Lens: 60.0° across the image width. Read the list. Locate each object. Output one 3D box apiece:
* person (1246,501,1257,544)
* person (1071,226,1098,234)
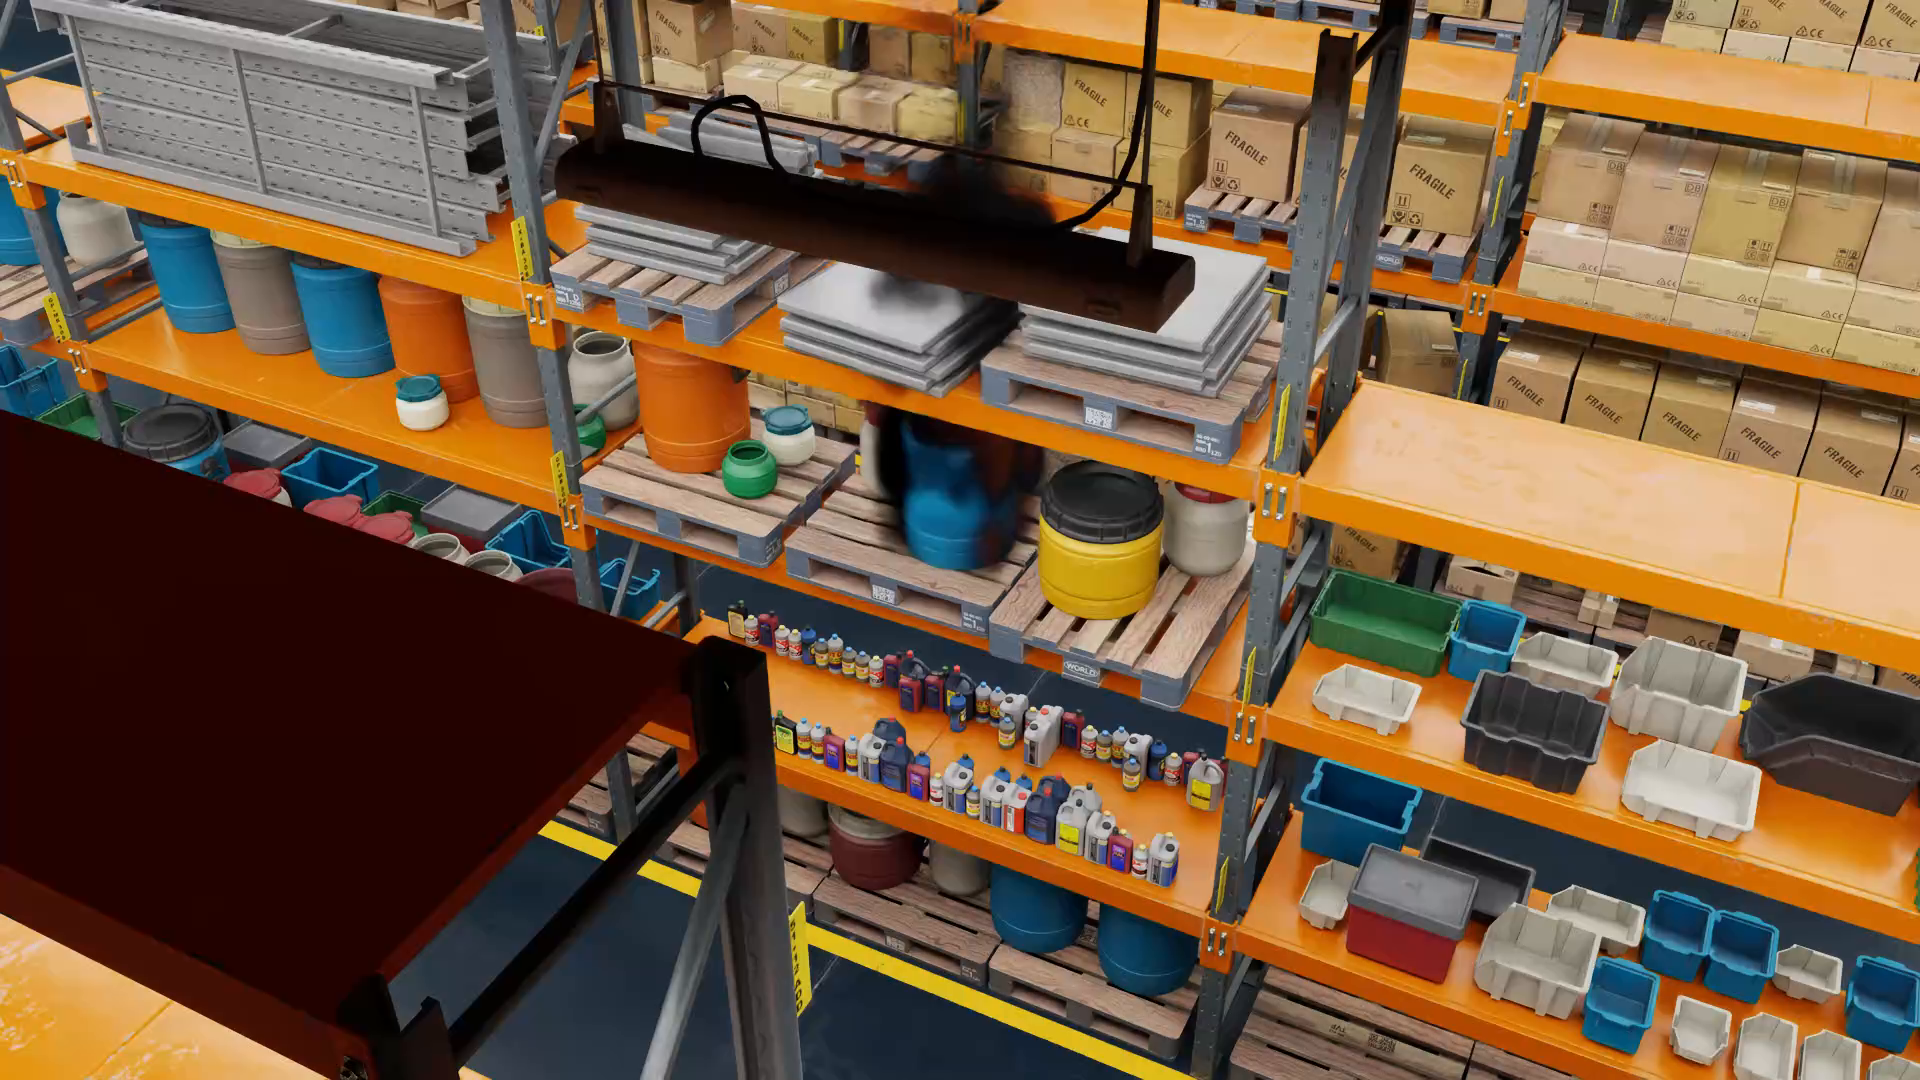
[{"bbox_3d":[1.995,0.271,11.703,0.535,1.639,0.603,9,36,12],"label":"person"},{"bbox_3d":[1.252,-2.578,15.958,0.948,1.783,0.644,10,36,13],"label":"person"}]
